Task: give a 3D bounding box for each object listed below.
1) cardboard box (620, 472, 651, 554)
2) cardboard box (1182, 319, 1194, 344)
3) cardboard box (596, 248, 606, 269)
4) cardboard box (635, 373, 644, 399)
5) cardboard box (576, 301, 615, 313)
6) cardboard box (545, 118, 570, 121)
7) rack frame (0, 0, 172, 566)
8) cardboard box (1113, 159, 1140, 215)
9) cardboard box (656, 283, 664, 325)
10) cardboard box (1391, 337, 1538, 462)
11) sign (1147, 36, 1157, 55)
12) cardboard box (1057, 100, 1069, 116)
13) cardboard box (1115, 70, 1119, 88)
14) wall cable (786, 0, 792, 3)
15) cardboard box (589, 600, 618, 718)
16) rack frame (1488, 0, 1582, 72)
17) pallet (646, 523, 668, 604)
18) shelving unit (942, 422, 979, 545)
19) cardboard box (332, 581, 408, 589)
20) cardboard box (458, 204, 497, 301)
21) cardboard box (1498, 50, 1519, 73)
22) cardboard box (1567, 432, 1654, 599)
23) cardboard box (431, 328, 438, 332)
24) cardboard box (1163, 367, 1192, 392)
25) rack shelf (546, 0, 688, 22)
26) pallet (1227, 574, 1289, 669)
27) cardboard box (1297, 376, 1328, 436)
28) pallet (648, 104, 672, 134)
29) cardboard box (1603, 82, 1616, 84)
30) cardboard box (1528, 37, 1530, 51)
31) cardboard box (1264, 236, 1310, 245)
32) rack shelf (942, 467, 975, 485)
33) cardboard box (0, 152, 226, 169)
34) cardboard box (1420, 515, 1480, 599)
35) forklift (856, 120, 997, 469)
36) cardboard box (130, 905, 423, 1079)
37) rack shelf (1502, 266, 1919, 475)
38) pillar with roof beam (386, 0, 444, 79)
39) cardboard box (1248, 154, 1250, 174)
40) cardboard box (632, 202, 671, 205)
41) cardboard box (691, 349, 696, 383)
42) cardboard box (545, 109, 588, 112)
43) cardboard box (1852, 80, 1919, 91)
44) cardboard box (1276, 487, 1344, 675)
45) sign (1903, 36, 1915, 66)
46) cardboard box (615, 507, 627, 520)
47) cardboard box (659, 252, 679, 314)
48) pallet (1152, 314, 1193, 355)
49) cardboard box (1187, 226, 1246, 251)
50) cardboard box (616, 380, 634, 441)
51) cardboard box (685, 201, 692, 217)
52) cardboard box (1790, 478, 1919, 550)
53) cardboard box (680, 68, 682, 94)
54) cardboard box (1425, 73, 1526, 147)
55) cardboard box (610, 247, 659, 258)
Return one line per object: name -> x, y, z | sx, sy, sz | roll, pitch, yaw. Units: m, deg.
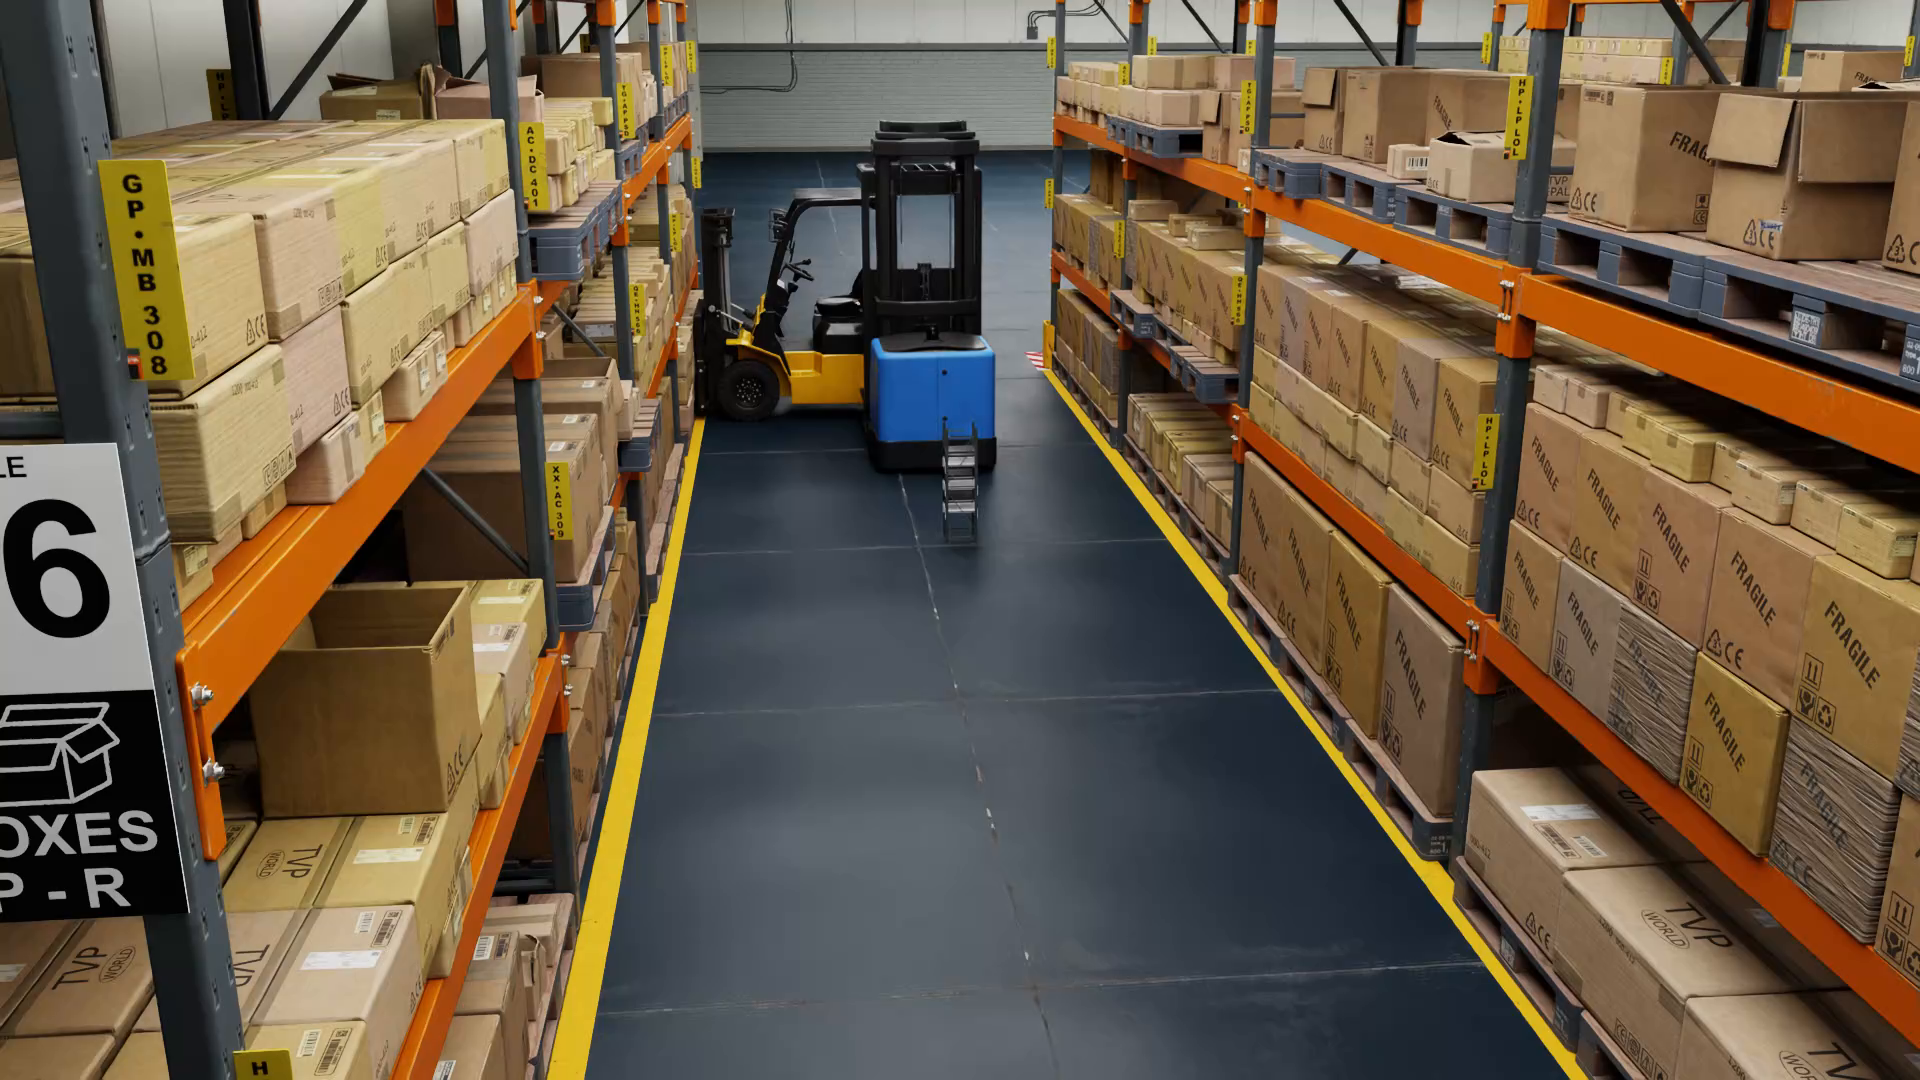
cardboard box -> -2.626, -0.170, 11.475 | 0.875, 0.625, 0.625 | -1, 17, -4
cardboard box -> 1.863, -1.550, 12.325 | 0.380, 0.149, 0.250 | -1, 17, -5
cardboard box -> -3.165, -2.354, 13.918 | 0.380, 0.149, 0.250 | -2, 18, -7
cardboard box -> -2.378, -0.985, 11.056 | 0.500, 0.250, 0.500 | -2, 18, -5
cardboard box -> -2.396, -1.533, 11.302 | 0.380, 0.149, 0.250 | -1, 17, -4
cardboard box -> -1.977, -1.833, 7.555 | 0.380, 0.149, 0.250 | -2, 17, -5
rack frame -> -1.750, -1.395, 2.098 | 1.000, 3.000, 0.127 | -2, 18, -6
cardboard box -> 1.919, -3.523, 16.558 | 0.700, 0.500, 0.500 | -2, 18, -6
cardboard box -> -2.576, -1.831, 12.918 | 0.500, 0.250, 0.500 | -1, 17, -5
cardboard box -> 2.417, -0.683, 8.009 | 0.500, 0.500, 0.500 | -1, 17, -5
sign -> 2.090, -5.319, 18.126 | 0.100, 0.325, 0.005 | -2, 18, -6
cardboard box -> 1.248, -4.657, 17.914 | 0.380, 0.149, 0.250 | -2, 18, -6
cardboard box -> 1.596, -4.117, 14.864 | 0.380, 0.149, 0.250 | -2, 18, -7
wall cable -> -3.617, -16.795, 47.903 | 3.097, 2.526, 0.112 | -2, 18, -6
cardboard box -> -2.148, 0.655, 9.056 | 0.500, 0.500, 0.500 | -2, 18, -8
rack frame -> 6.449, -6.500, 18.357 | 1.000, 3.000, 0.127 | -2, 18, -6
pallet -> -2.621, 0.167, 11.791 | 1.003, 0.211, 1.213 | -2, 18, -6
shelving unit -> 0.001, -0.427, 12.535 | 0.258, 0.900, 0.210 | -2, 18, -6
cardboard box -> -2.380, 0.361, 6.274 | 0.500, 0.250, 0.500 | -2, 18, -6
cardboard box -> -1.800, -0.936, 5.396 | 0.500, 0.250, 0.500 | -2, 18, -8
cardboard box -> 6.244, -5.235, 18.223 | 0.500, 0.250, 0.500 | -2, 18, -6
cardboard box -> 2.628, -0.104, 6.164 | 0.500, 0.500, 0.500 | -2, 18, -6
cardboard box -> -1.739, -0.556, 4.852 | 0.380, 0.149, 0.250 | -2, 18, -5
cardboard box -> 2.157, -1.693, 15.700 | 0.500, 0.500, 0.500 | -1, 17, -3
rack shelf -> -3.194, -5.032, 15.552 | 1.077, 0.370, 4.000 | -2, 18, -6
pallet -> 2.368, 0.497, 10.743 | 1.003, 0.211, 1.213 | -2, 18, -6
cardboard box -> 2.259, -0.776, 9.558 | 0.500, 0.250, 0.500 | -2, 18, -6
pallet -> -3.102, -3.750, 14.755 | 1.003, 0.211, 1.213 | -2, 18, -6
cardboard box -> 6.426, -4.332, 16.011 | 0.380, 0.149, 0.250 | -2, 18, -5
cardboard box -> 6.244, -5.242, 17.578 | 0.380, 0.149, 0.250 | -2, 17, -5
cardboard box -> 2.379, -2.064, 12.880 | 0.500, 0.500, 0.500 | -2, 18, -8
rack shelf -> 0.001, -0.481, 12.518 | 0.258, 0.077, 0.200 | -2, 18, -6
cardboard box -> -2.215, -0.855, 4.304 | 0.500, 0.250, 0.500 | -2, 18, -6
cardboard box -> 2.477, 0.066, 7.708 | 0.500, 0.250, 0.500 | -2, 18, -7
forklift -> -0.377, -2.412, 15.467 | 1.130, 2.935, 3.031 | -2, 18, -7
cardboard box -> -1.581, 1.103, 3.910 | 0.500, 0.250, 0.500 | -2, 17, -5
rack shelf -> 2.980, -0.371, 5.045 | 1.077, 0.370, 4.000 | -2, 18, -6
pillar with roof beam -> 0.676, -4.272, 11.262 | 9.100, 9.000, 0.400 | -2, 18, -6
cardboard box -> 2.120, -2.470, 10.947 | 0.380, 0.149, 0.250 | -2, 18, -6
cardboard box -> -2.981, -3.167, 16.009 | 0.380, 0.149, 0.250 | -2, 18, -5
cardboard box -> -2.825, -1.689, 16.104 | 0.500, 0.250, 0.500 | -2, 18, -6
cardboard box -> -2.112, -2.128, 8.529 | 0.380, 0.149, 0.250 | -2, 18, -5
cardboard box -> 6.868, -3.193, 12.112 | 0.500, 0.311, 0.500 | -2, 18, -6
cardboard box -> 2.438, 0.217, 9.825 | 0.875, 0.875, 0.875 | -2, 17, -5
sign -> 10.854, -5.592, 19.014 | 0.100, 0.325, 0.005 | -2, 18, -6
cardboard box -> -2.273, -0.094, 10.359 | 0.380, 0.149, 0.250 | -3, 18, -8
cardboard box -> -2.774, -2.296, 14.816 | 0.500, 0.500, 0.500 | -2, 18, -7
pallet -> 2.117, -1.568, 12.984 | 1.003, 0.211, 1.213 | -2, 18, -6
cardboard box -> 1.912, -2.249, 12.386 | 0.380, 0.149, 0.250 | -3, 18, -8
cardboard box -> -2.145, -0.741, 9.579 | 0.500, 0.250, 0.500 | -3, 18, -8
cardboard box -> -3.030, -3.487, 17.527 | 0.380, 0.149, 0.250 | -1, 17, -5
cardboard box -> 2.756, -0.080, 5.004 | 0.380, 0.149, 0.250 | -1, 17, -4
cardboard box -> -2.987, -4.602, 16.676 | 0.396, 0.266, 0.258 | -2, 18, -5
cardboard box -> 2.832, -2.234, 8.909 | 0.500, 0.500, 0.500 | -2, 18, -5
cardboard box -> -2.732, -2.371, 13.970 | 0.380, 0.149, 0.250 | -1, 17, -4
